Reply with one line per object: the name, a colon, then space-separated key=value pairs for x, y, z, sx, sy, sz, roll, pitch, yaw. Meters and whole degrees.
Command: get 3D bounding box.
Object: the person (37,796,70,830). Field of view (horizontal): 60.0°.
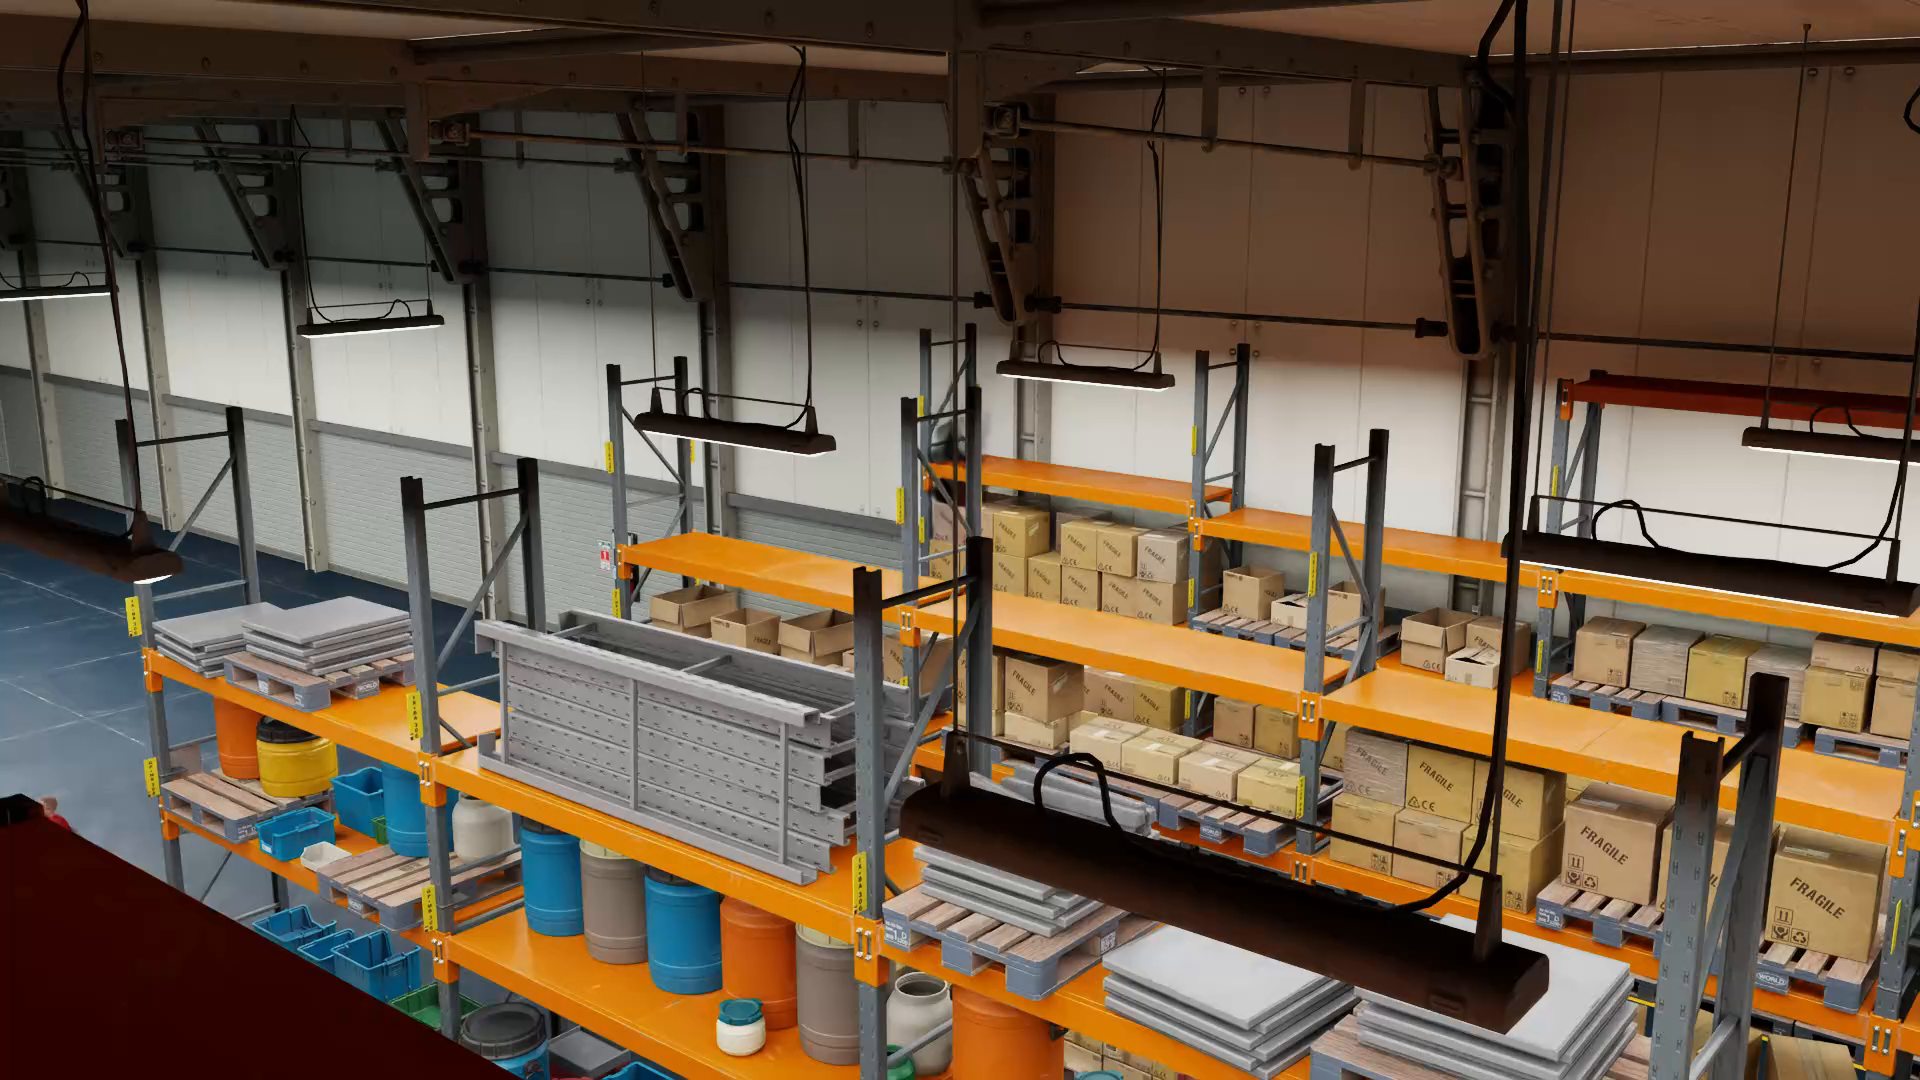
person: x=-9.372 y=3.443 z=17.187 sx=0.759 sy=1.680 sz=0.671 roll=-6 pitch=14 yaw=-25
